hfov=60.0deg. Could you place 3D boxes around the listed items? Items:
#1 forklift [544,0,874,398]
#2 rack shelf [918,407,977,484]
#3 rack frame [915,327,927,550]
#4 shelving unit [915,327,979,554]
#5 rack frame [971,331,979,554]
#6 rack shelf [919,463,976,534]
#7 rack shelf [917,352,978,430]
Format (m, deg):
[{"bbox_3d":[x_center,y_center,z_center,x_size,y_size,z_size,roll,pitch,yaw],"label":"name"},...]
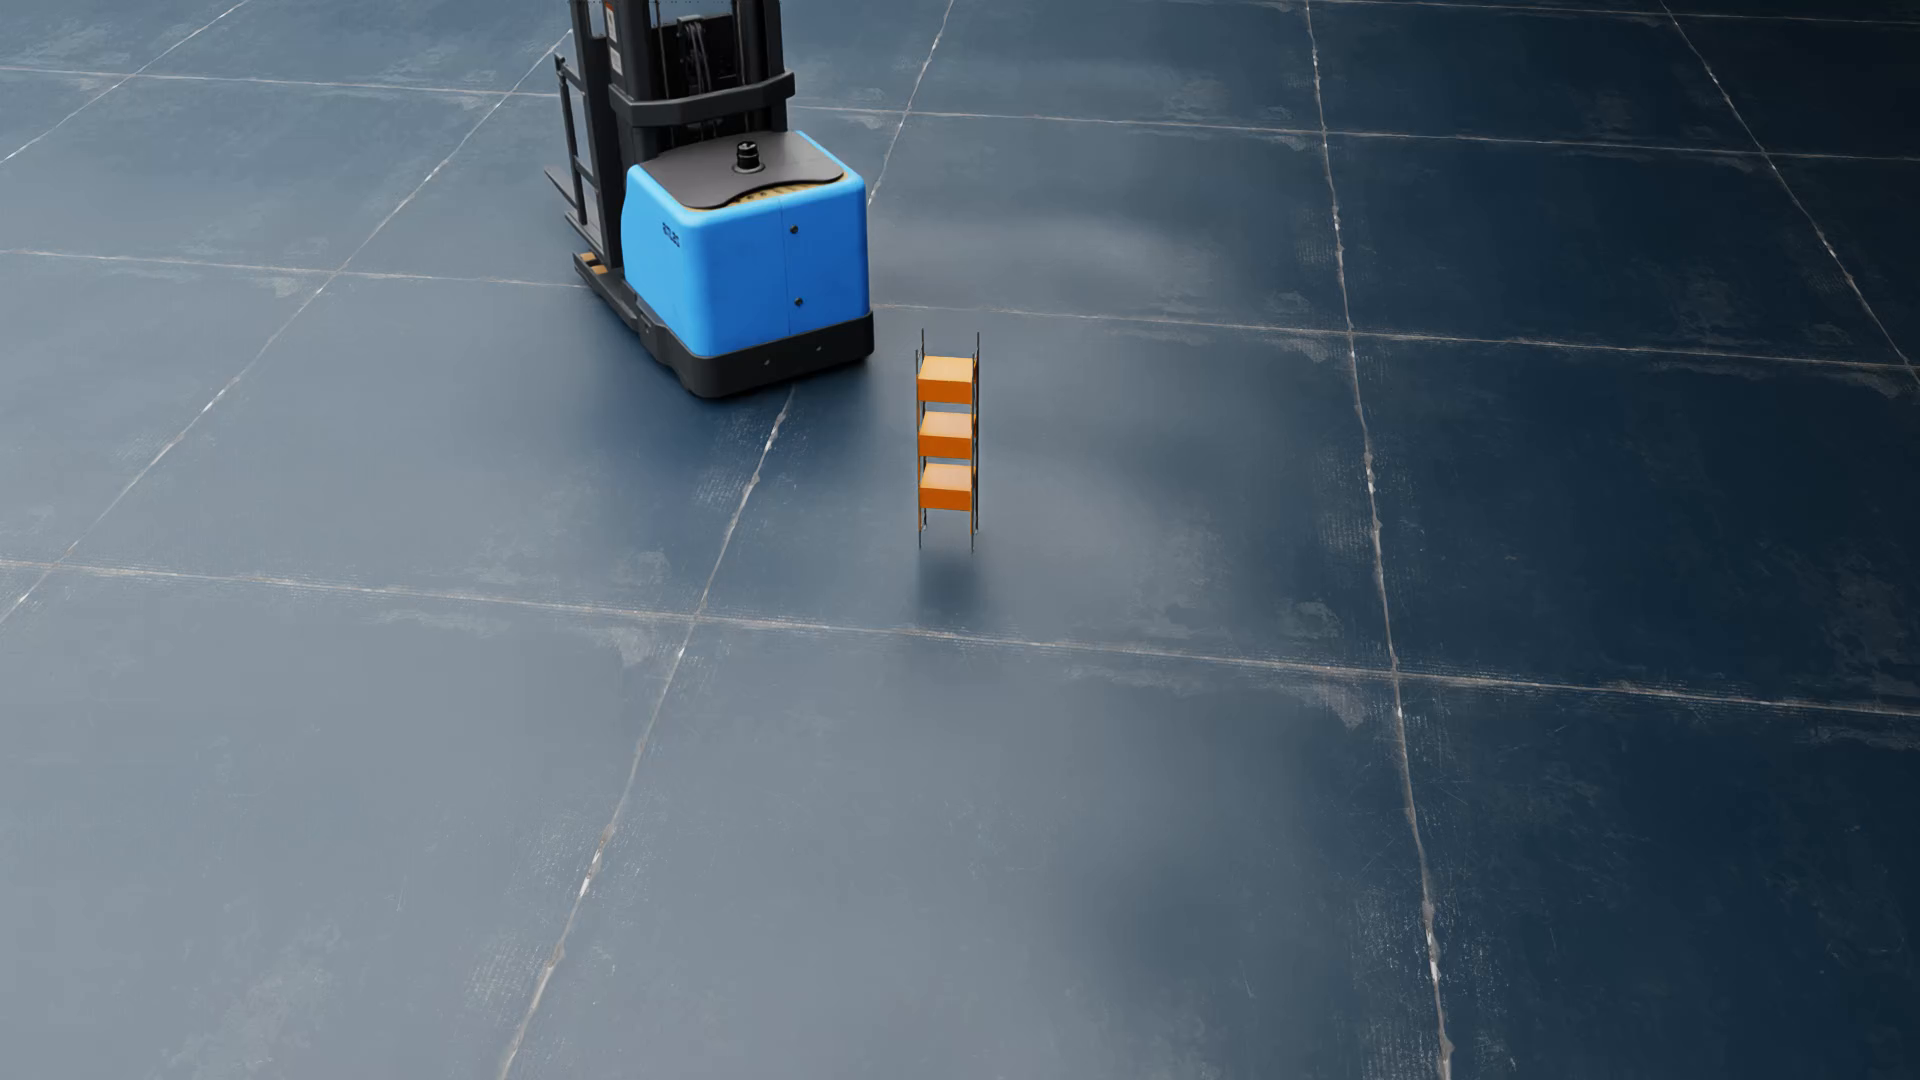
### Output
[{"bbox_3d":[-1.642,-2.764,9.100,1.130,2.935,3.031,-19,40,-24],"label":"forklift"},{"bbox_3d":[-0.053,-0.423,7.457,0.240,0.259,0.215,4,36,6],"label":"rack shelf"},{"bbox_3d":[-0.174,-0.440,7.463,0.008,1.050,0.200,4,36,6],"label":"rack frame"},{"bbox_3d":[-0.053,-0.431,7.451,0.252,1.050,0.215,4,36,6],"label":"shelving unit"},{"bbox_3d":[0.068,-0.422,7.438,0.008,1.050,0.200,4,36,6],"label":"rack frame"},{"bbox_3d":[-0.053,-0.196,7.618,0.240,0.259,0.215,4,36,6],"label":"rack shelf"},{"bbox_3d":[-0.053,-0.654,7.292,0.240,0.259,0.215,4,36,6],"label":"rack shelf"}]
